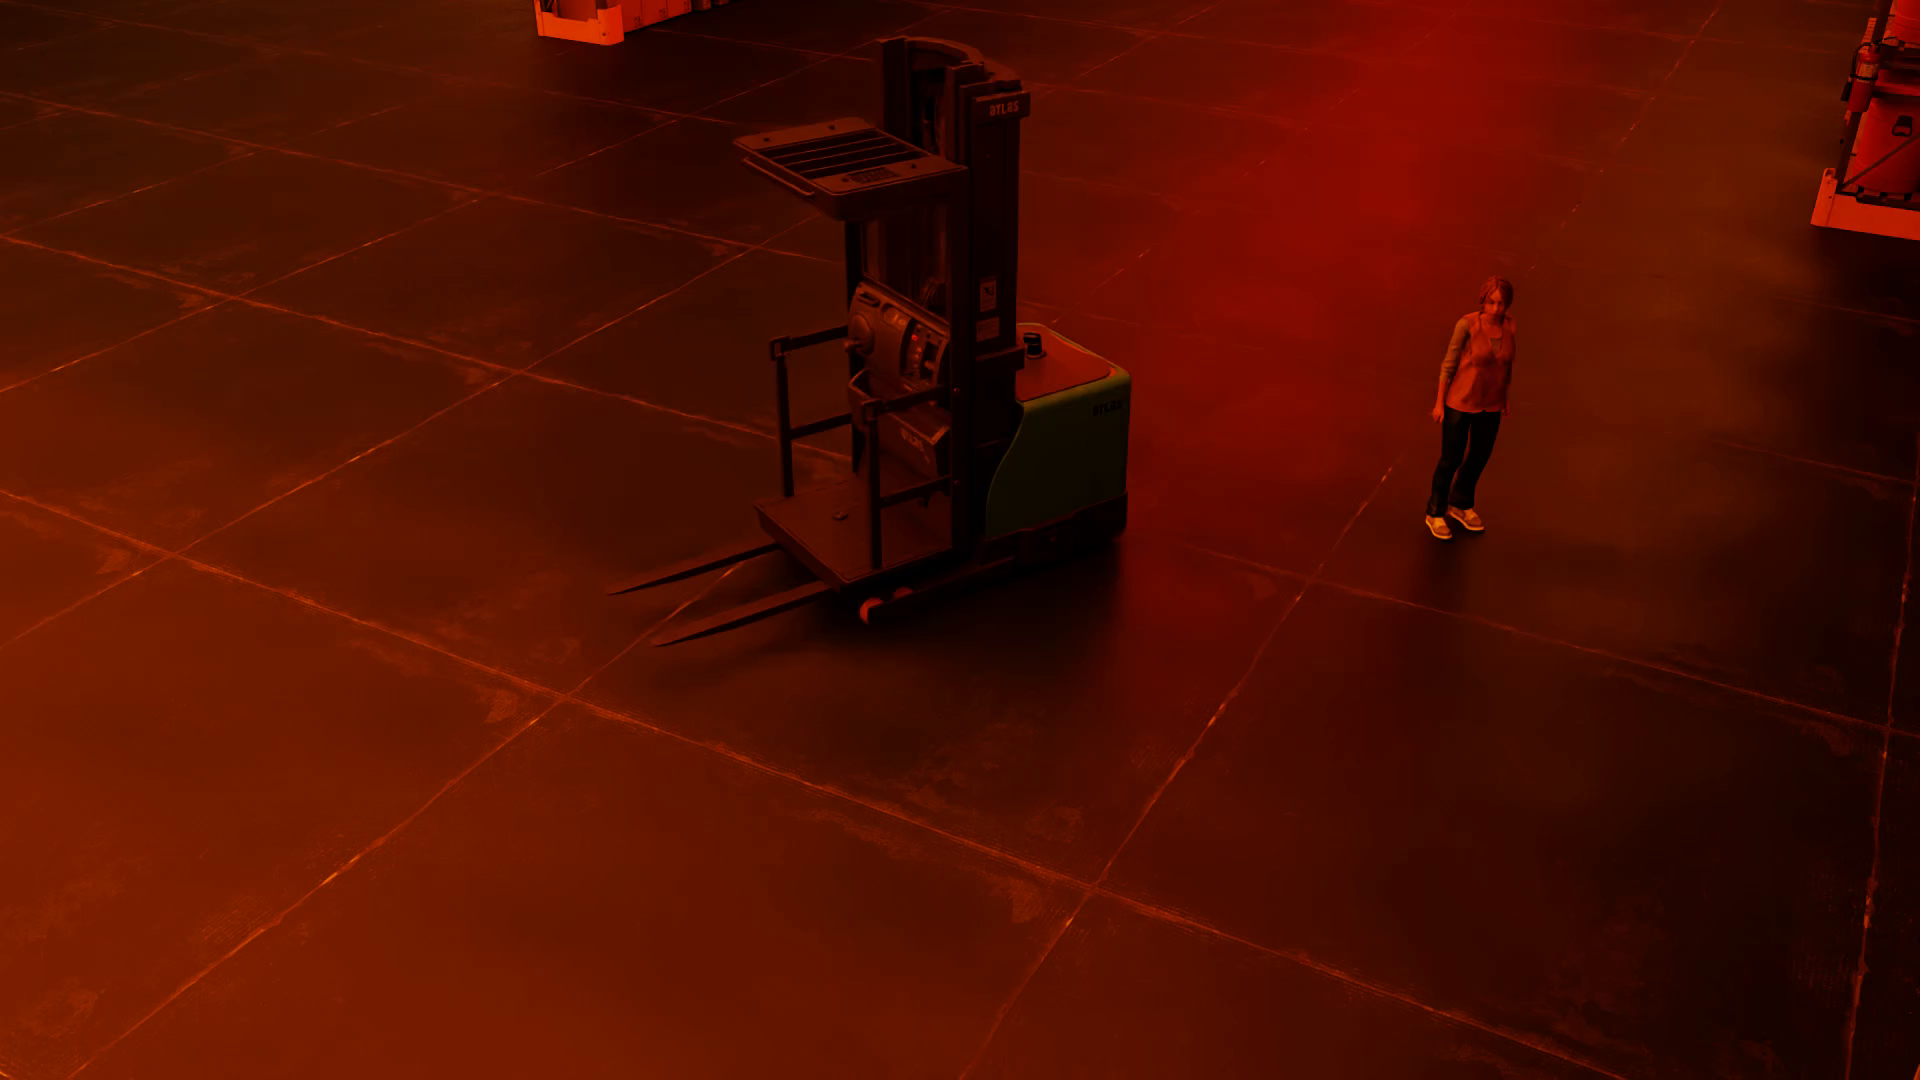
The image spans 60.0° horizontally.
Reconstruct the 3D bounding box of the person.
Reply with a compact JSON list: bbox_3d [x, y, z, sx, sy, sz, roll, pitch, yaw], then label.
[{"bbox_3d":[3.016,-0.777,9.750,0.485,1.601,0.345,-7,31,-11],"label":"person"}]

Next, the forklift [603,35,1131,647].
[{"bbox_3d":[-0.511,-1.086,8.953,3.031,2.935,1.130,-19,35,-29],"label":"forklift"}]
